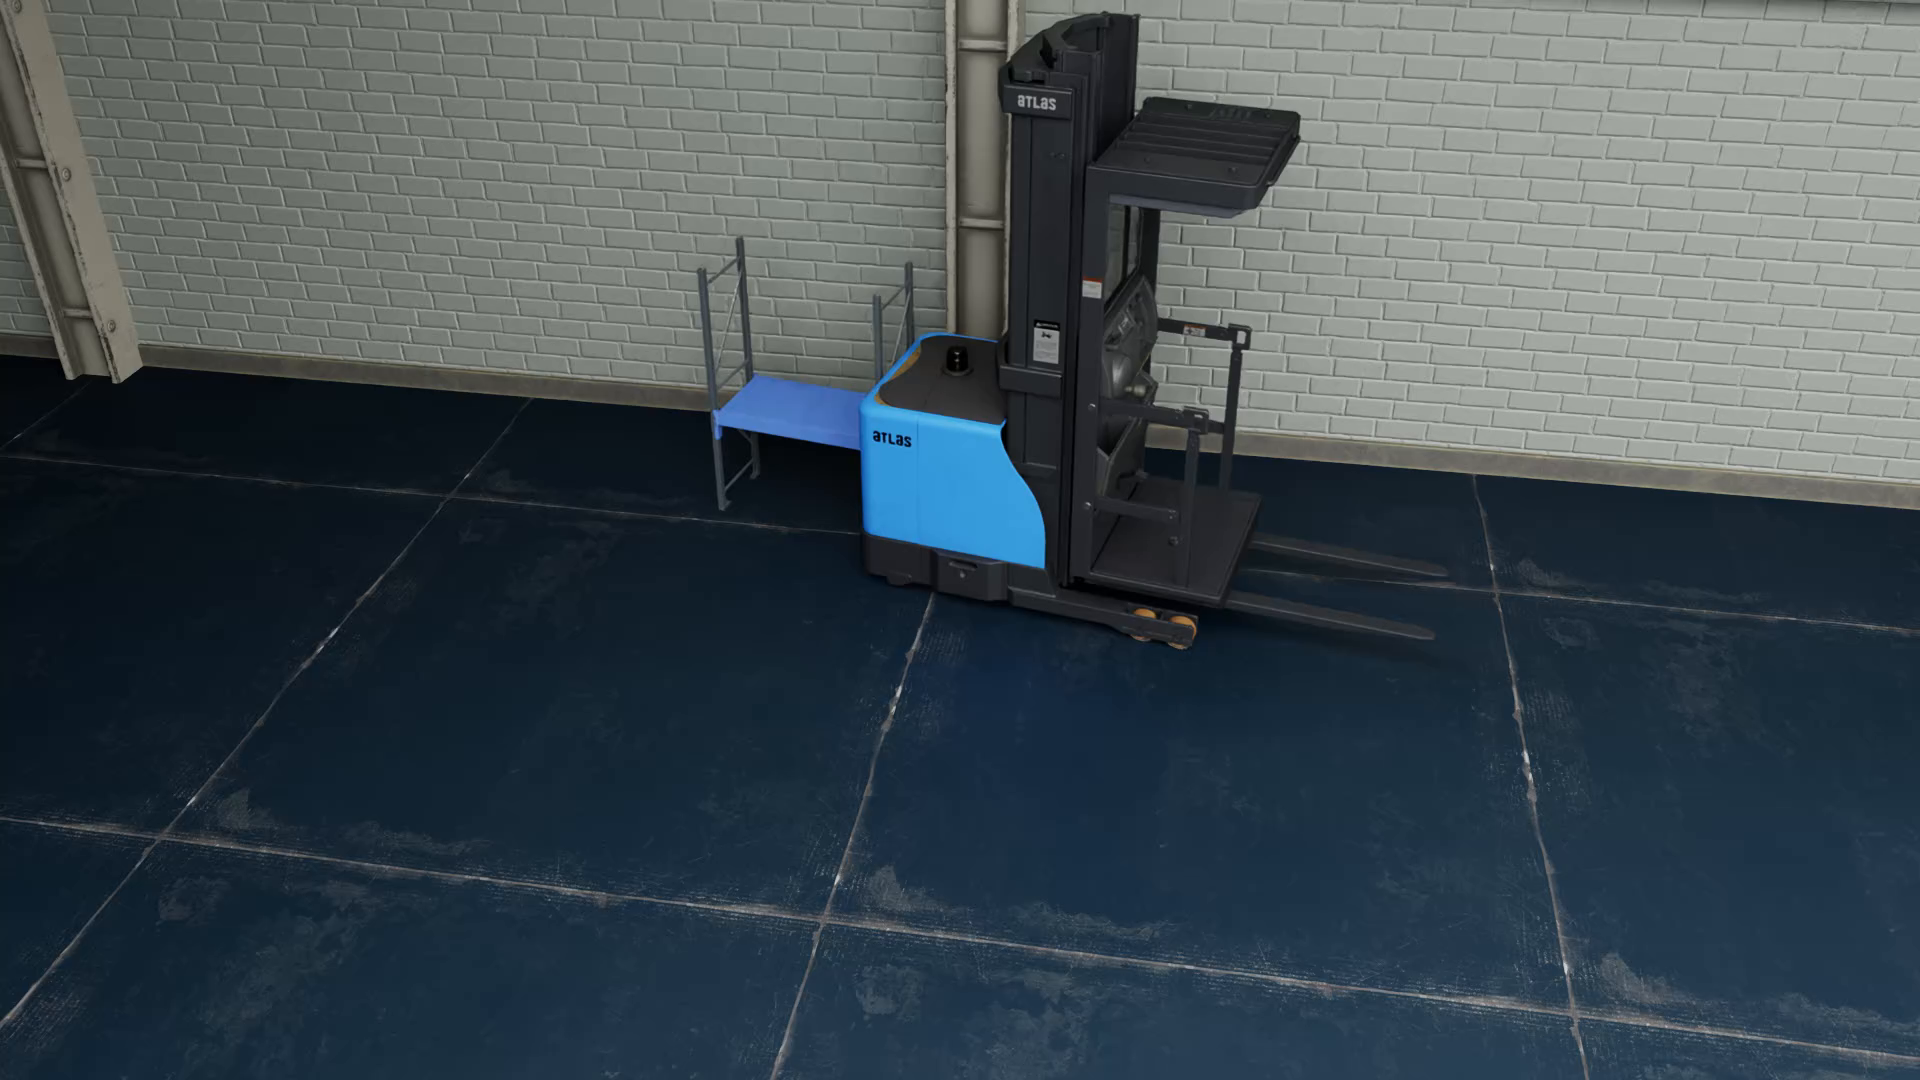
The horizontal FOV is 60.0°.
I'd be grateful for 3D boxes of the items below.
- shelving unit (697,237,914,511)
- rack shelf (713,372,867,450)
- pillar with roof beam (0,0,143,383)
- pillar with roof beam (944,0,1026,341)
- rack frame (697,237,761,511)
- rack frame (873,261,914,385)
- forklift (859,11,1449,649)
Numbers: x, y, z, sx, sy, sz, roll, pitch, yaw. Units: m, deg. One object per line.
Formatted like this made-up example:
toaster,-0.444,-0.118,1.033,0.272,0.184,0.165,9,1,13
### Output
shelving unit,-0.832,-0.841,9.354,1.048,1.500,0.538,11,34,17
rack shelf,-0.832,-0.688,9.449,1.000,0.185,0.538,11,34,17
pillar with roof beam,-6.501,-2.705,5.264,0.400,9.000,9.100,5,32,8
pillar with roof beam,-0.586,-2.169,4.408,0.400,9.000,9.100,5,32,8
rack frame,-1.309,-0.933,9.501,0.032,1.500,0.500,11,34,17
rack frame,-0.354,-0.749,9.207,0.032,1.500,0.500,11,34,17
forklift,1.035,-1.003,8.265,3.031,2.935,1.130,11,34,17
